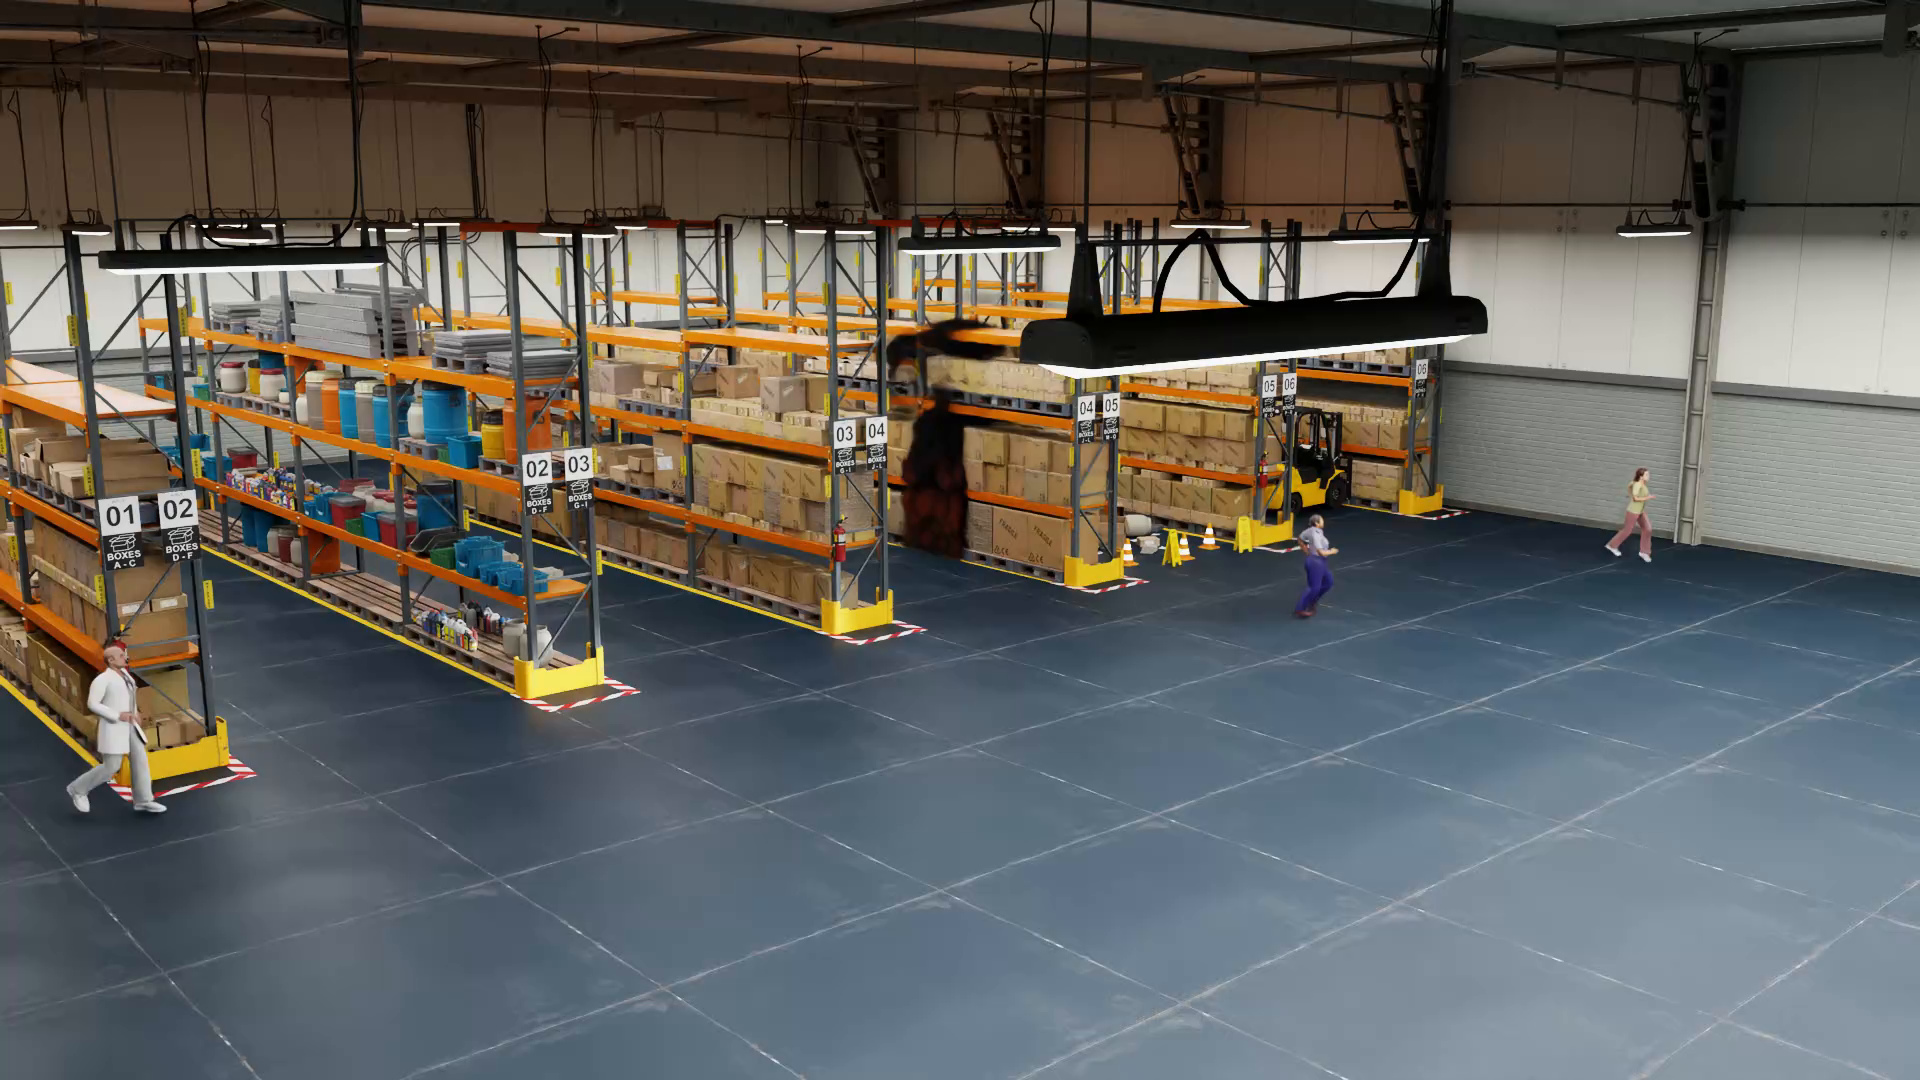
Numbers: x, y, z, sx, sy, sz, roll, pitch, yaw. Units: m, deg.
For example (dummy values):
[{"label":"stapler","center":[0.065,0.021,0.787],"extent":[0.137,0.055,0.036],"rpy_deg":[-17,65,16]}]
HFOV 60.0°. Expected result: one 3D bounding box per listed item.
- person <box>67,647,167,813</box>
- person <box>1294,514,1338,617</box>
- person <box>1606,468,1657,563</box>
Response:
[{"label":"person","center":[-8.863,1.987,17.568],"extent":[1.030,1.734,0.767],"rpy_deg":[1,11,4]},{"label":"person","center":[5.531,0.399,25.787],"extent":[0.643,1.617,0.579],"rpy_deg":[1,11,4]},{"label":"person","center":[12.100,-0.450,29.950],"extent":[0.838,1.738,0.563],"rpy_deg":[10,15,40]}]
